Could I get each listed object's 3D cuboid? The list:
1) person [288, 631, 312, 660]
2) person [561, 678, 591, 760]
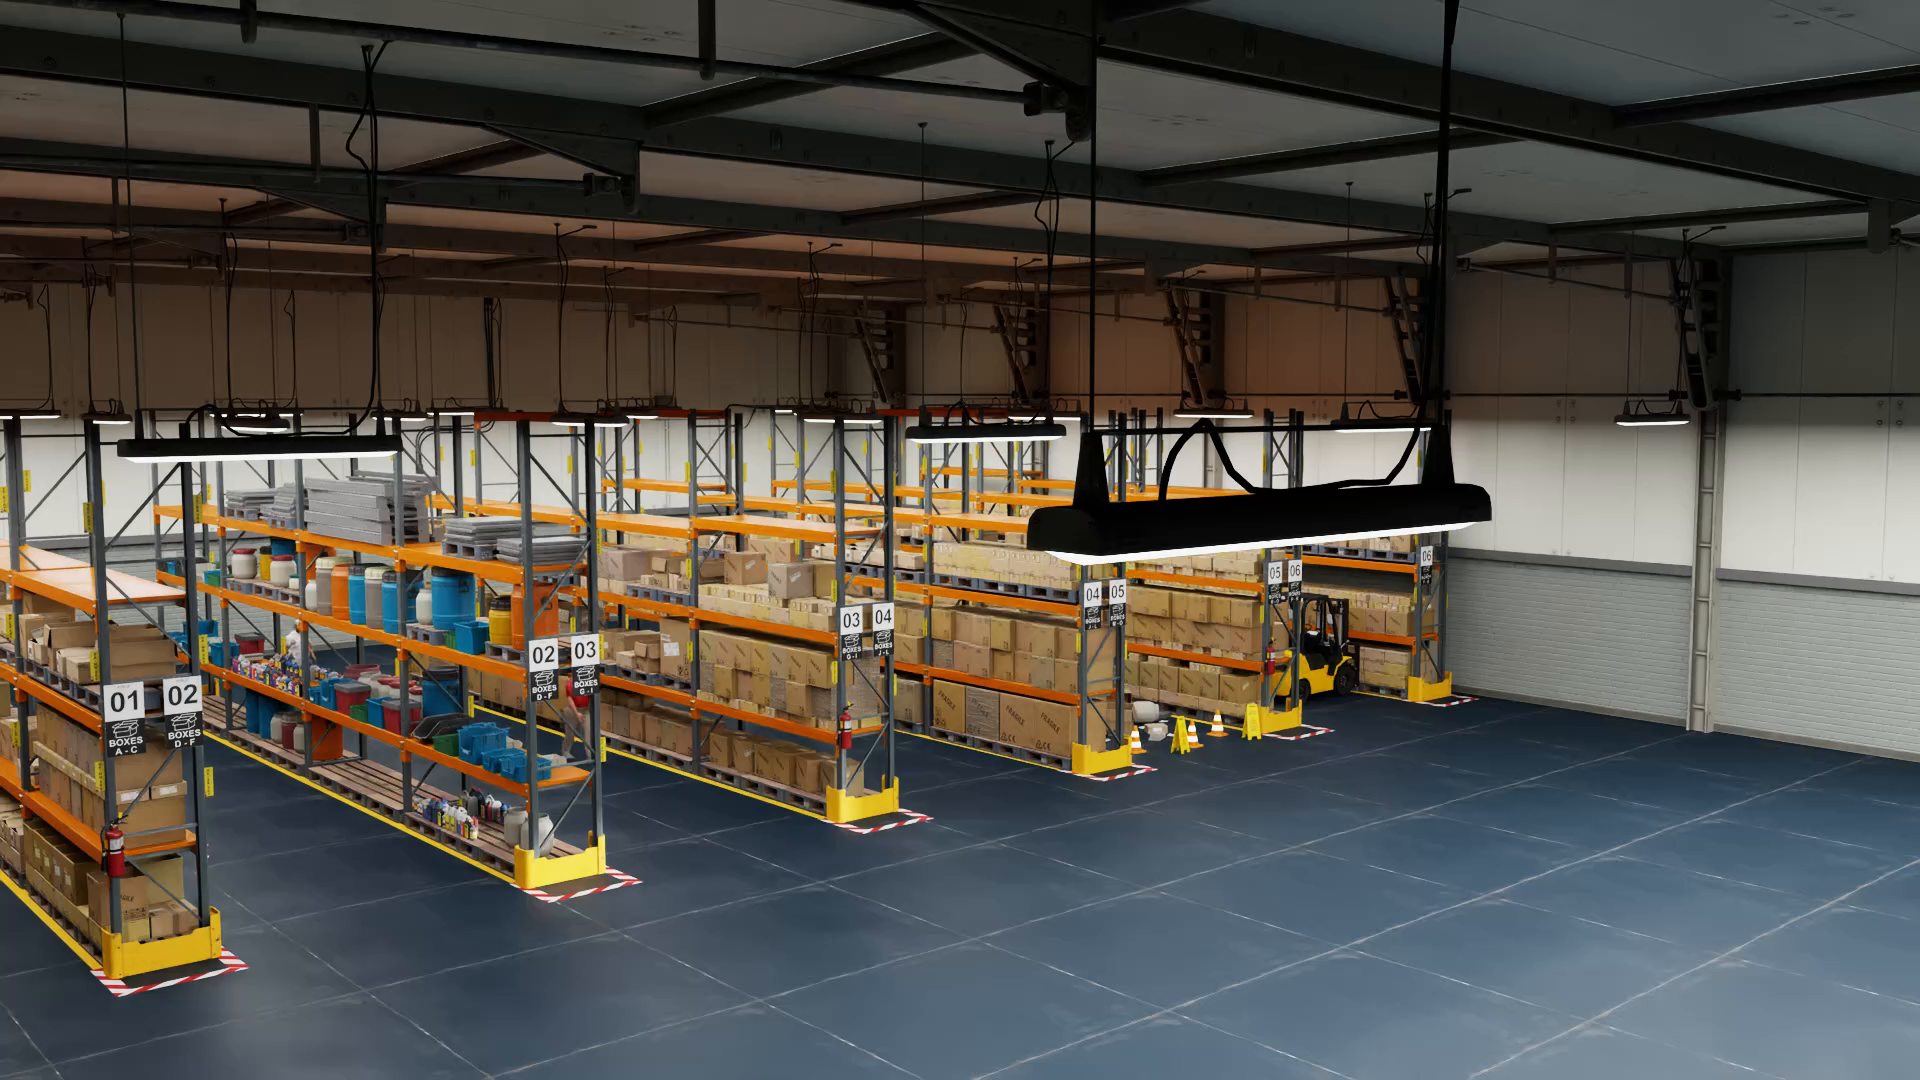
[{"bbox_3d":[-13.854,2.547,34.856,0.452,1.333,0.856,-5,7,-44],"label":"person"},{"bbox_3d":[-6.535,2.973,28.623,0.969,1.679,0.521,4,7,41],"label":"person"}]
